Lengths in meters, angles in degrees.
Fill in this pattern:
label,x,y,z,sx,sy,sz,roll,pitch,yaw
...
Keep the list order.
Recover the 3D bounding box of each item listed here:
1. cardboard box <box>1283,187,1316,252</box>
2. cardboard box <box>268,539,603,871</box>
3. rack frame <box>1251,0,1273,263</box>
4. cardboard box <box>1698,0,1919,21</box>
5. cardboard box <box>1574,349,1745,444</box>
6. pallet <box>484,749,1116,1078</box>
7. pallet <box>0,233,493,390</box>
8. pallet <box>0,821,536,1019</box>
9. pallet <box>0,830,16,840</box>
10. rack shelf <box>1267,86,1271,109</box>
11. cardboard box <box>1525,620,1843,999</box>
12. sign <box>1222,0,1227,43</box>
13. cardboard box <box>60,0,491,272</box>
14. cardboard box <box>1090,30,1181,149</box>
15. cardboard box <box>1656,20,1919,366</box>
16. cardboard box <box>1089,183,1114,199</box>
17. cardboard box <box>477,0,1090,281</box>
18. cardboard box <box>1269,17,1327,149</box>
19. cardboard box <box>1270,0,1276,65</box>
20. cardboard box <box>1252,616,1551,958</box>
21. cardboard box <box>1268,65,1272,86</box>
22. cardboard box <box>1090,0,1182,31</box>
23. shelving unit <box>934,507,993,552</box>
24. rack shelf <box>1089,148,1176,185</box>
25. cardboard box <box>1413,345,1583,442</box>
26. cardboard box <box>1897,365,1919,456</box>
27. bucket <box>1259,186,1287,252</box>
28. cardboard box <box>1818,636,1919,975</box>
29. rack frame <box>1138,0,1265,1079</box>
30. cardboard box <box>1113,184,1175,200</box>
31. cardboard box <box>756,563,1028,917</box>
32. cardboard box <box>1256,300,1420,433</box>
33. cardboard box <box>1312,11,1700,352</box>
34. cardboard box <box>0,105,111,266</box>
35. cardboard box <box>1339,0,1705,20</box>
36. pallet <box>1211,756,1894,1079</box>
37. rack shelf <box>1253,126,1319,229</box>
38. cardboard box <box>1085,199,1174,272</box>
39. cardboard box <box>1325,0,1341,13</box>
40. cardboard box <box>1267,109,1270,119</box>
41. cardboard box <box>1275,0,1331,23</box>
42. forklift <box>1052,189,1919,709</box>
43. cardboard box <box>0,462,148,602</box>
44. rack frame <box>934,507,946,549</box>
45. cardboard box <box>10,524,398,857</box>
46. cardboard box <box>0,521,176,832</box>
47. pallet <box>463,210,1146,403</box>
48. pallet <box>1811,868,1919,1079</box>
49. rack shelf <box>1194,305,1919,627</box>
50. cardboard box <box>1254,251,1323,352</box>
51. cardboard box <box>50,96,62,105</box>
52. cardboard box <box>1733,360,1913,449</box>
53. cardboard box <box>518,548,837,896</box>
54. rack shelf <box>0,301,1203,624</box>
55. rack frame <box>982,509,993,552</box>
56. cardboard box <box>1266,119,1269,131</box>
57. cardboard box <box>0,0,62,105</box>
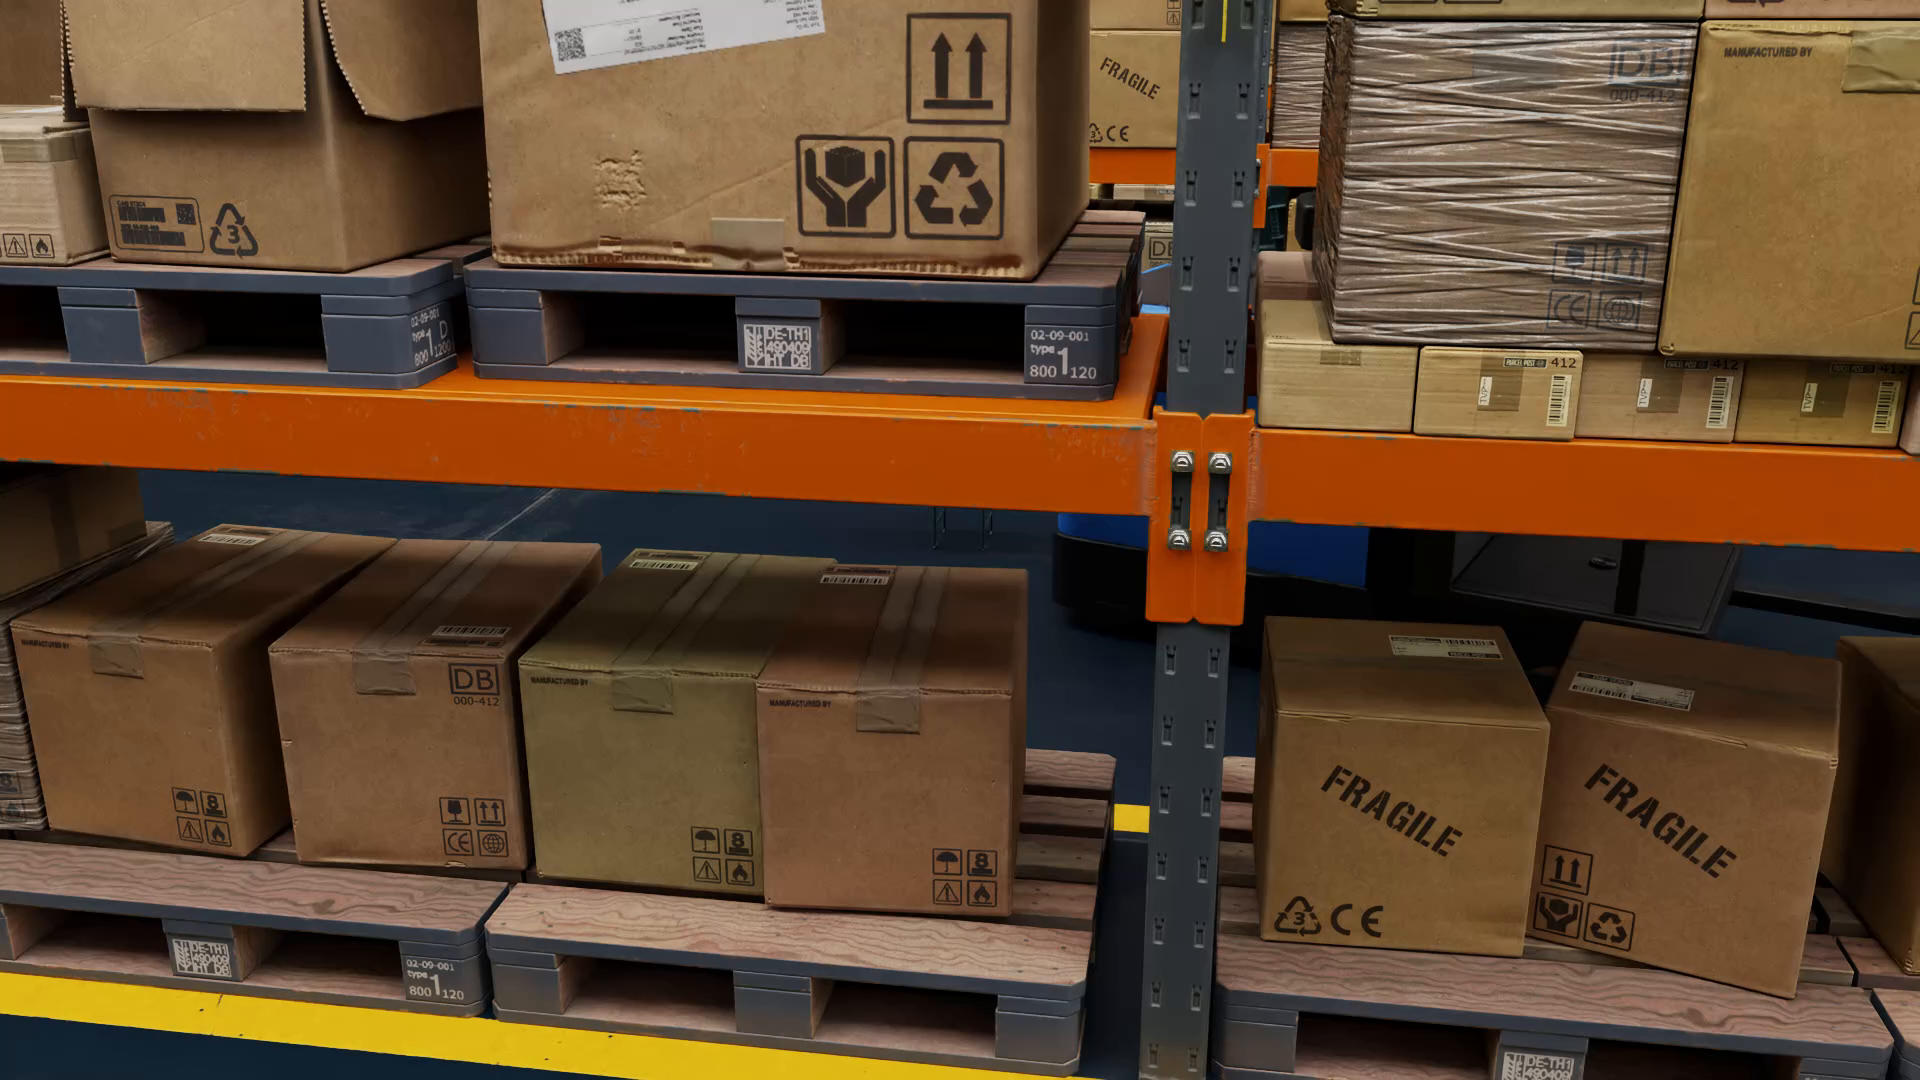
label,x,y,z,sx,sy,sz,roll,pitch,yaw
cardboard box,1.980,-1.220,7.907,0.875,0.875,0.875,3,19,9
cardboard box,-1.140,0.348,3.781,0.500,0.500,0.700,1,19,4
rack frame,1.370,-2.082,7.797,0.127,3.000,1.000,3,19,9
cardboard box,1.381,-1.068,2.567,0.500,0.500,0.500,3,19,9
cardboard box,1.144,-0.288,2.832,0.250,0.149,0.380,3,19,9
pallet,-0.286,0.751,3.726,1.213,0.211,1.003,3,19,9
pallet,-1.505,-0.556,3.541,1.213,0.211,1.003,3,19,9
pallet,-1.494,0.690,3.908,1.213,0.211,1.003,3,19,9
pallet,-2.695,0.628,4.093,1.213,0.211,1.003,3,19,9
rack shelf,4.030,-3.196,12.260,4.000,0.370,1.077,3,19,9
cardboard box,1.439,0.513,3.321,0.500,0.500,0.500,9,21,26
sign,0.399,-0.908,2.464,0.005,0.325,0.100,3,19,9
cardboard box,-1.243,-0.839,3.259,0.637,0.503,0.797,5,19,14
cardboard box,0.812,-2.071,7.609,0.500,0.500,0.500,3,19,8
cardboard box,1.406,-0.643,2.871,0.500,0.500,0.875,3,19,9
cardboard box,0.827,-2.651,12.979,0.625,0.372,0.950,4,19,12
cardboard box,-0.279,-1.100,3.257,1.000,1.000,1.000,3,19,9
cardboard box,1.736,-2.138,7.729,0.550,0.550,0.875,3,19,9
cardboard box,2.445,-3.716,12.057,0.500,0.500,0.500,3,19,9
cardboard box,0.872,0.486,3.400,0.500,0.500,0.500,2,19,7
cardboard box,2.315,-3.402,12.139,0.250,0.149,0.380,3,19,8
cardboard box,0.879,-2.626,7.692,0.500,0.500,0.700,3,19,8
shelving unit,0.014,-0.568,6.111,0.189,1.200,0.258,3,19,9
rack shelf,-0.605,-1.841,8.212,4.000,0.370,1.077,3,19,9
cardboard box,0.893,-0.292,2.844,0.250,0.149,0.380,3,19,9
cardboard box,1.633,-0.253,2.728,0.250,0.149,0.380,3,19,9
bucket,1.870,-1.965,10.213,0.620,0.611,0.726,-1,16,31
cardboard box,2.064,0.519,3.302,0.500,0.500,0.500,1,19,4
rack frame,0.483,-0.533,3.168,0.127,3.000,1.000,3,19,9
cardboard box,1.537,-2.616,12.874,0.625,0.372,0.950,3,19,9
cardboard box,-0.119,0.406,3.607,0.500,0.500,0.700,1,19,4
cardboard box,0.648,-0.309,2.894,0.250,0.149,0.380,3,19,9
cardboard box,0.918,-0.679,2.979,0.500,0.500,0.875,3,19,9
cardboard box,-1.848,-0.706,3.259,0.500,0.250,0.500,2,19,7
cardboard box,0.887,-1.093,2.641,0.500,0.500,0.500,3,19,9
pallet,1.152,0.812,3.543,1.213,0.211,1.003,3,19,9
rack shelf,3.345,-1.640,7.610,4.000,0.370,1.077,3,19,9
cardboard box,0.743,-1.217,8.096,0.750,0.750,1.050,3,19,8
cardboard box,0.971,-1.259,3.136,0.500,0.500,0.500,3,19,9
cardboard box,3.267,-4.439,16.940,0.500,0.250,0.500,3,19,8
cardboard box,1.729,-2.635,7.514,0.550,0.550,0.875,3,19,9
forklift,1.840,-1.024,4.743,3.031,2.935,1.130,10,21,28
cardboard box,-2.274,-0.065,3.835,0.500,0.250,0.500,5,19,15
rack frame,-0.076,-0.573,6.124,0.006,1.200,0.240,3,19,9
cardboard box,-1.691,0.320,3.864,0.500,0.500,0.700,5,19,13
cardboard box,-2.252,0.294,3.943,0.500,0.500,0.700,1,19,4
pallet,-0.248,-0.526,3.450,1.213,0.211,1.003,3,19,9
pallet,2.360,0.873,3.361,1.213,0.211,1.003,3,19,9
rack shelf,2.458,-0.091,2.981,4.000,0.370,1.077,3,19,9
cardboard box,0.742,-0.495,3.451,0.250,0.149,0.380,3,19,9
cardboard box,-1.777,-0.870,3.726,0.258,0.266,0.396,2,19,7
cardboard box,1.392,-0.278,2.804,0.250,0.149,0.380,3,19,9
cardboard box,-0.587,0.376,3.697,0.500,0.500,0.700,3,19,8
rack shelf,-1.491,-0.292,3.583,4.000,0.370,1.077,3,19,9
rack frame,0.105,-0.564,6.097,0.006,1.200,0.240,3,19,9
cardboard box,3.268,-4.204,17.024,0.500,0.250,0.500,3,19,8
cardboard box,-2.359,-0.969,3.653,0.500,0.500,0.700,6,19,17
